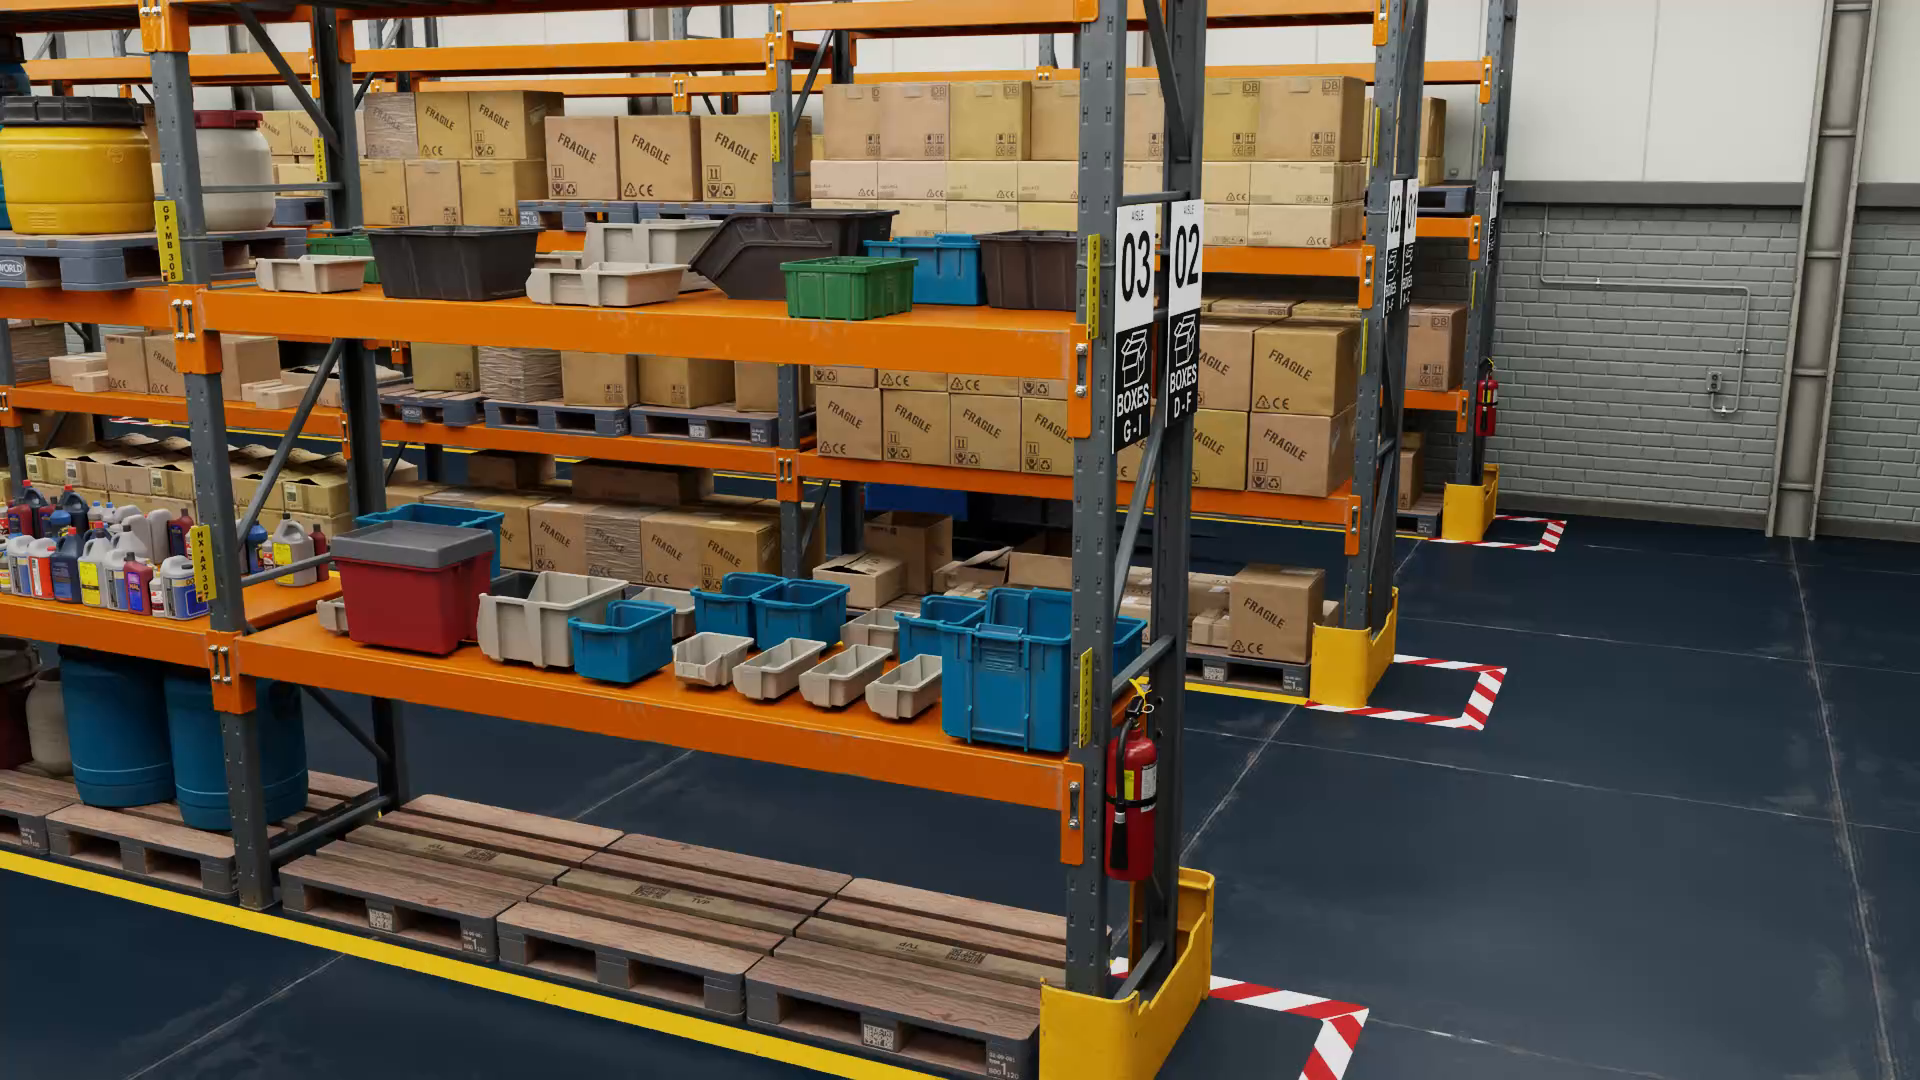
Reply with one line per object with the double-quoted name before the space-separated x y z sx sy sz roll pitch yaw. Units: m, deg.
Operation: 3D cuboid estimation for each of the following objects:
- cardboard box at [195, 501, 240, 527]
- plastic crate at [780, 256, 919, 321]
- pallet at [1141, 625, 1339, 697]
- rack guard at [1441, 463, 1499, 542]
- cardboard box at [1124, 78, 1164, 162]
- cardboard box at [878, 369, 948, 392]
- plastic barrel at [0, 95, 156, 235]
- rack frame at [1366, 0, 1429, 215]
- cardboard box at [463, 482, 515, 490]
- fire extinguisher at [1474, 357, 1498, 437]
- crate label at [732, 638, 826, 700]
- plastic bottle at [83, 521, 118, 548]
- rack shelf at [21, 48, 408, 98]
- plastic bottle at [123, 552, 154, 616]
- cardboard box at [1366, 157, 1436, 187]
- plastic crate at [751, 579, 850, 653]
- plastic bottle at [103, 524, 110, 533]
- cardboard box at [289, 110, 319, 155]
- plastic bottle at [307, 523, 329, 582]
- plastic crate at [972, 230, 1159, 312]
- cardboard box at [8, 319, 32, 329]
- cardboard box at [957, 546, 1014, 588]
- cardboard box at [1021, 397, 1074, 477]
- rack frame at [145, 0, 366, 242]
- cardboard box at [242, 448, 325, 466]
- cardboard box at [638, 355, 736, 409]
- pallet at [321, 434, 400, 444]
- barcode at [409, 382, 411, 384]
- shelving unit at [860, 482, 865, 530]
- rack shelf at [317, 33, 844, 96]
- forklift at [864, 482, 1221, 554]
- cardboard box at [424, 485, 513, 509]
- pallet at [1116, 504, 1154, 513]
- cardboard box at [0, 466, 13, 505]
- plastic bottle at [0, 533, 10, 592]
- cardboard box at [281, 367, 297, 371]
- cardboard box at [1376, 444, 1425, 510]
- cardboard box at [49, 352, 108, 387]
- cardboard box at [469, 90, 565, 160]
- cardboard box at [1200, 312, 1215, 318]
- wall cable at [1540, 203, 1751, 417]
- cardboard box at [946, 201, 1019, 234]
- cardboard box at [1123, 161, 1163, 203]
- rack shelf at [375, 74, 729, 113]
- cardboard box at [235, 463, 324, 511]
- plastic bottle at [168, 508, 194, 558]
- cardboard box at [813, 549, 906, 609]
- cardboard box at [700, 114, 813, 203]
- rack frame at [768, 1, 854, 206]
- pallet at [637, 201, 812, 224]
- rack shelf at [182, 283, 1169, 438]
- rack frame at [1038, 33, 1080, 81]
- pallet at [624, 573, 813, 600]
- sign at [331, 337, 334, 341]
"cardboard box" -6.186 -0.239 14.308 0.500 0.250 0.500 6 15 25
"plastic crate" -0.387 -0.896 5.905 0.336 0.188 0.450 6 14 23
"pallet" 1.841 0.736 11.158 1.213 0.211 1.003 6 14 23
"rack guard" 4.665 -0.357 15.183 0.348 0.500 1.175 6 14 23
"cardboard box" 1.240 -2.669 10.590 0.500 0.500 0.700 6 14 23
"cardboard box" -0.229 -1.297 11.309 0.500 0.500 0.500 5 14 21
"plastic barrel" -3.944 -1.676 7.433 0.600 0.588 0.600 0 13 0
"rack frame" 2.640 -3.462 9.811 0.127 3.000 1.000 6 14 23
"cardboard box" -3.724 -0.241 13.726 0.500 0.500 0.500 6 15 25
"fire extinguisher" 4.594 -1.247 14.488 0.183 0.674 0.296 6 14 23
"crate label" -0.713 0.504 6.487 0.243 0.136 0.396 6 14 23
"plastic bottle" -4.111 0.083 7.944 0.185 0.351 0.144 6 14 23
"rack shelf" -6.503 -3.842 13.882 4.000 0.370 1.077 6 14 23
"plastic bottle" -3.748 0.199 7.597 0.133 0.283 0.061 6 14 23
"cardboard box" 3.866 -3.229 14.575 0.500 0.250 0.500 6 15 25
"plastic crate" -0.666 0.332 7.010 0.300 0.233 0.416 6 14 23
"plastic bottle" -4.388 0.018 8.548 0.097 0.201 0.097 0 13 0
"cardboard box" -7.405 -4.731 19.332 0.500 0.500 0.500 7 15 26
"plastic bottle" -3.190 0.056 8.204 0.133 0.283 0.061 6 14 23
"plastic crate" 0.391 -0.998 6.161 0.590 0.269 0.497 6 14 23
"cardboard box" -8.667 -1.997 15.059 0.250 0.149 0.380 6 14 23
"cardboard box" 0.304 0.246 12.062 0.500 0.311 0.500 6 14 23
"cardboard box" 0.730 -0.716 11.021 0.500 0.500 0.500 6 14 22
"rack frame" -3.027 -2.798 6.981 0.127 3.000 1.000 6 14 23
"cardboard box" -5.984 -0.625 14.724 0.500 0.311 0.500 5 14 22
"cardboard box" -2.014 -1.306 12.615 0.500 0.500 0.700 8 16 32
"pallet" -6.957 -1.384 20.191 1.213 0.211 1.003 6 14 23
"barcode" -6.725 -1.940 20.264 0.075 0.075 0.001 6 14 23
"shelving unit" -0.751 -0.605 15.035 0.252 1.050 0.215 7 15 27
"rack shelf" -2.846 -3.472 12.305 4.000 0.370 1.077 6 14 23
"forklift" 0.699 -1.342 14.058 3.031 2.935 1.130 7 15 27
"cardboard box" -3.893 -0.130 13.251 0.500 0.500 0.500 5 14 21
"pallet" 1.649 -0.502 16.433 1.213 0.211 1.003 6 14 23
"cardboard box" -8.844 -0.515 15.483 0.500 0.250 0.500 6 14 23
"plastic bottle" -4.649 0.100 8.035 0.135 0.276 0.152 6 14 23
"cardboard box" -8.218 -1.840 20.540 0.500 0.500 0.700 5 14 20
"cardboard box" 3.962 -0.608 15.332 0.500 0.500 0.700 6 14 23
"cardboard box" -7.864 -1.542 15.090 0.500 0.250 0.500 7 15 27
"cardboard box" -3.346 -3.141 12.603 0.500 0.500 0.500 6 14 23
"cardboard box" 1.404 -1.267 11.181 0.500 0.500 0.500 6 14 24
"wall cable" 6.197 -2.150 15.128 1.851 1.984 0.084 6 14 23
"cardboard box" 0.239 -2.109 10.937 0.500 0.250 0.500 6 14 23
"cardboard box" 1.154 -2.260 10.487 0.500 0.250 0.500 6 14 23
"rack shelf" -4.500 -4.877 18.293 4.000 0.370 1.077 6 14 23
"cardboard box" -5.731 -0.464 14.039 0.500 0.311 0.500 6 14 22
"plastic bottle" -4.002 -0.026 8.554 0.133 0.283 0.061 6 14 23
"cardboard box" -0.721 0.267 11.972 0.500 0.311 0.500 6 14 23
"cardboard box" -1.448 -2.736 11.924 0.600 0.600 0.600 4 14 18
"rack frame" -1.017 -3.832 11.388 0.127 3.000 1.000 6 14 23
"pallet" -1.585 -2.355 12.072 1.003 0.211 1.213 6 14 23
"rack shelf" -1.199 -0.802 6.617 4.000 0.370 1.077 6 14 23
"rack frame" 0.986 -4.867 15.799 0.127 3.000 1.000 6 14 23
"pallet" -1.776 0.379 12.679 1.213 0.211 1.003 6 14 23
"sign" -4.896 -1.729 13.023 0.005 0.325 0.100 6 14 23
